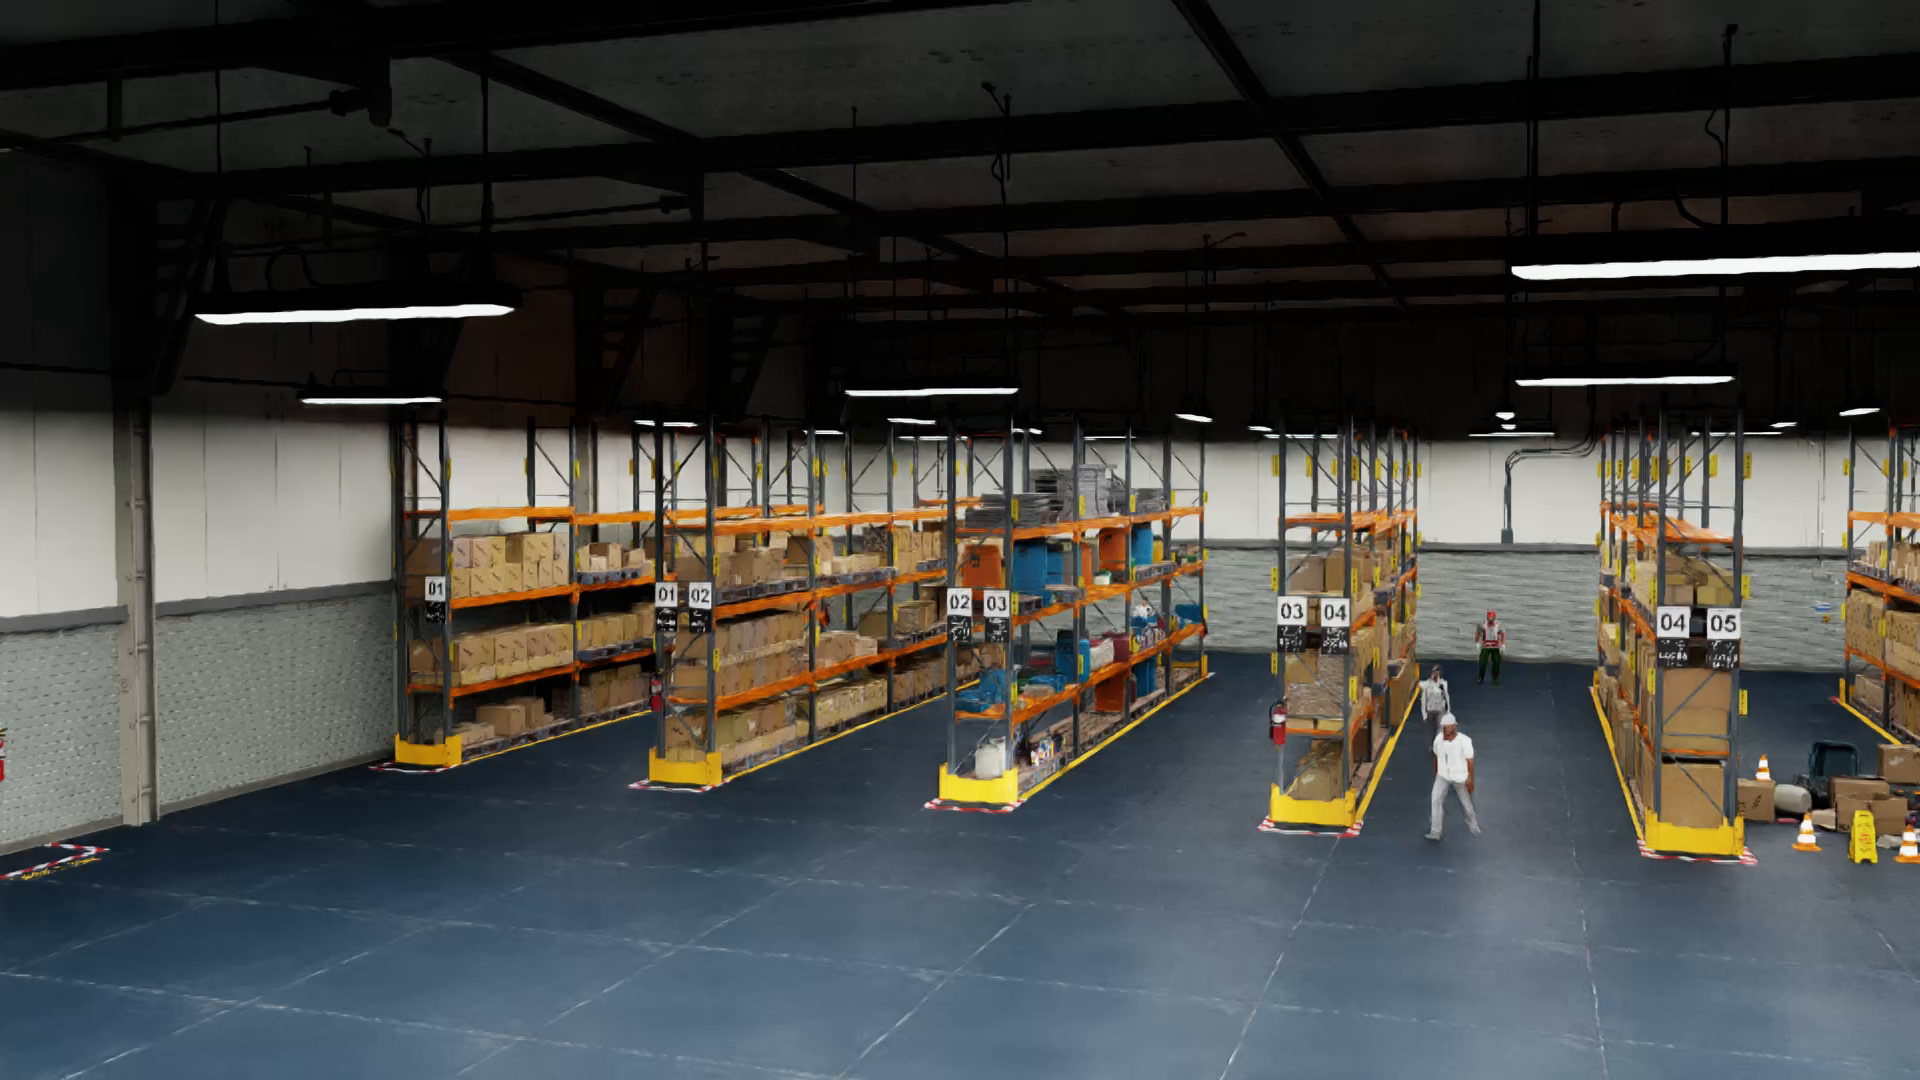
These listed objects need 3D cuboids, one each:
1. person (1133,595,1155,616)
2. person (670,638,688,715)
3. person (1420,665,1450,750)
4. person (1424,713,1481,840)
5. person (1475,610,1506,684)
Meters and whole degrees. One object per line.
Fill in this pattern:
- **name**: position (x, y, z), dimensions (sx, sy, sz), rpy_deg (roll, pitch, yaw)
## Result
- **person**: position (4.972, 2.276, 44.828), dimensions (0.639, 1.628, 0.506), rpy_deg (1, 3, 17)
- **person**: position (-5.375, 2.743, 31.786), dimensions (0.409, 1.786, 0.594), rpy_deg (0, 2, -10)
- **person**: position (8.267, 2.947, 28.947), dimensions (0.495, 1.587, 1.067), rpy_deg (1, 3, 21)
- **person**: position (6.680, 3.186, 22.502), dimensions (0.616, 1.710, 0.970), rpy_deg (2, 3, 39)
- **person**: position (12.314, 2.485, 38.608), dimensions (0.677, 1.742, 0.552), rpy_deg (1, 3, 17)
